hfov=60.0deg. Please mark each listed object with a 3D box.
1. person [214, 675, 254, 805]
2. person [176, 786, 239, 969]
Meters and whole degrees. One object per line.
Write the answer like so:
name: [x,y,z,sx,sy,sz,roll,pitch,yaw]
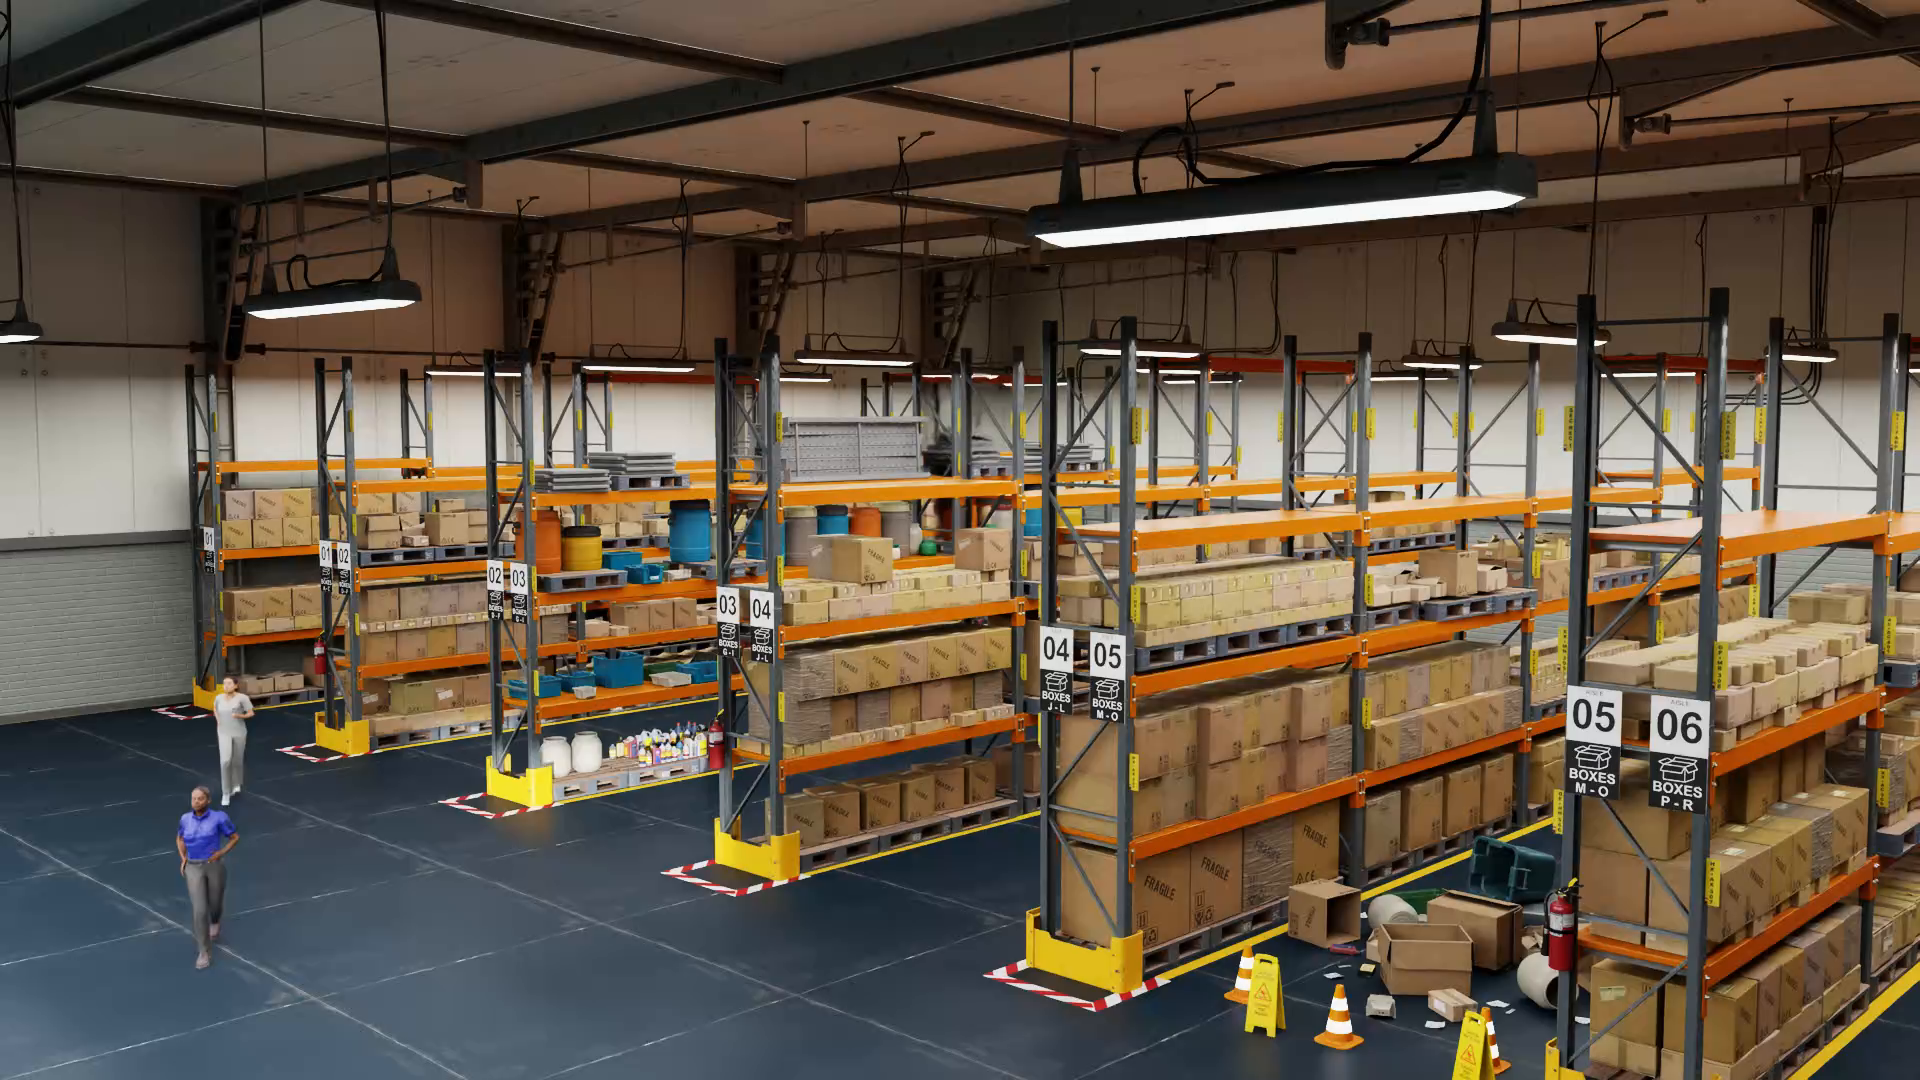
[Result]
person: [-9.681,2.646,22.184,0.537,1.730,0.755,-1,5,-15]
person: [-7.144,3.147,15.790,0.574,1.658,0.792,-1,5,-15]
